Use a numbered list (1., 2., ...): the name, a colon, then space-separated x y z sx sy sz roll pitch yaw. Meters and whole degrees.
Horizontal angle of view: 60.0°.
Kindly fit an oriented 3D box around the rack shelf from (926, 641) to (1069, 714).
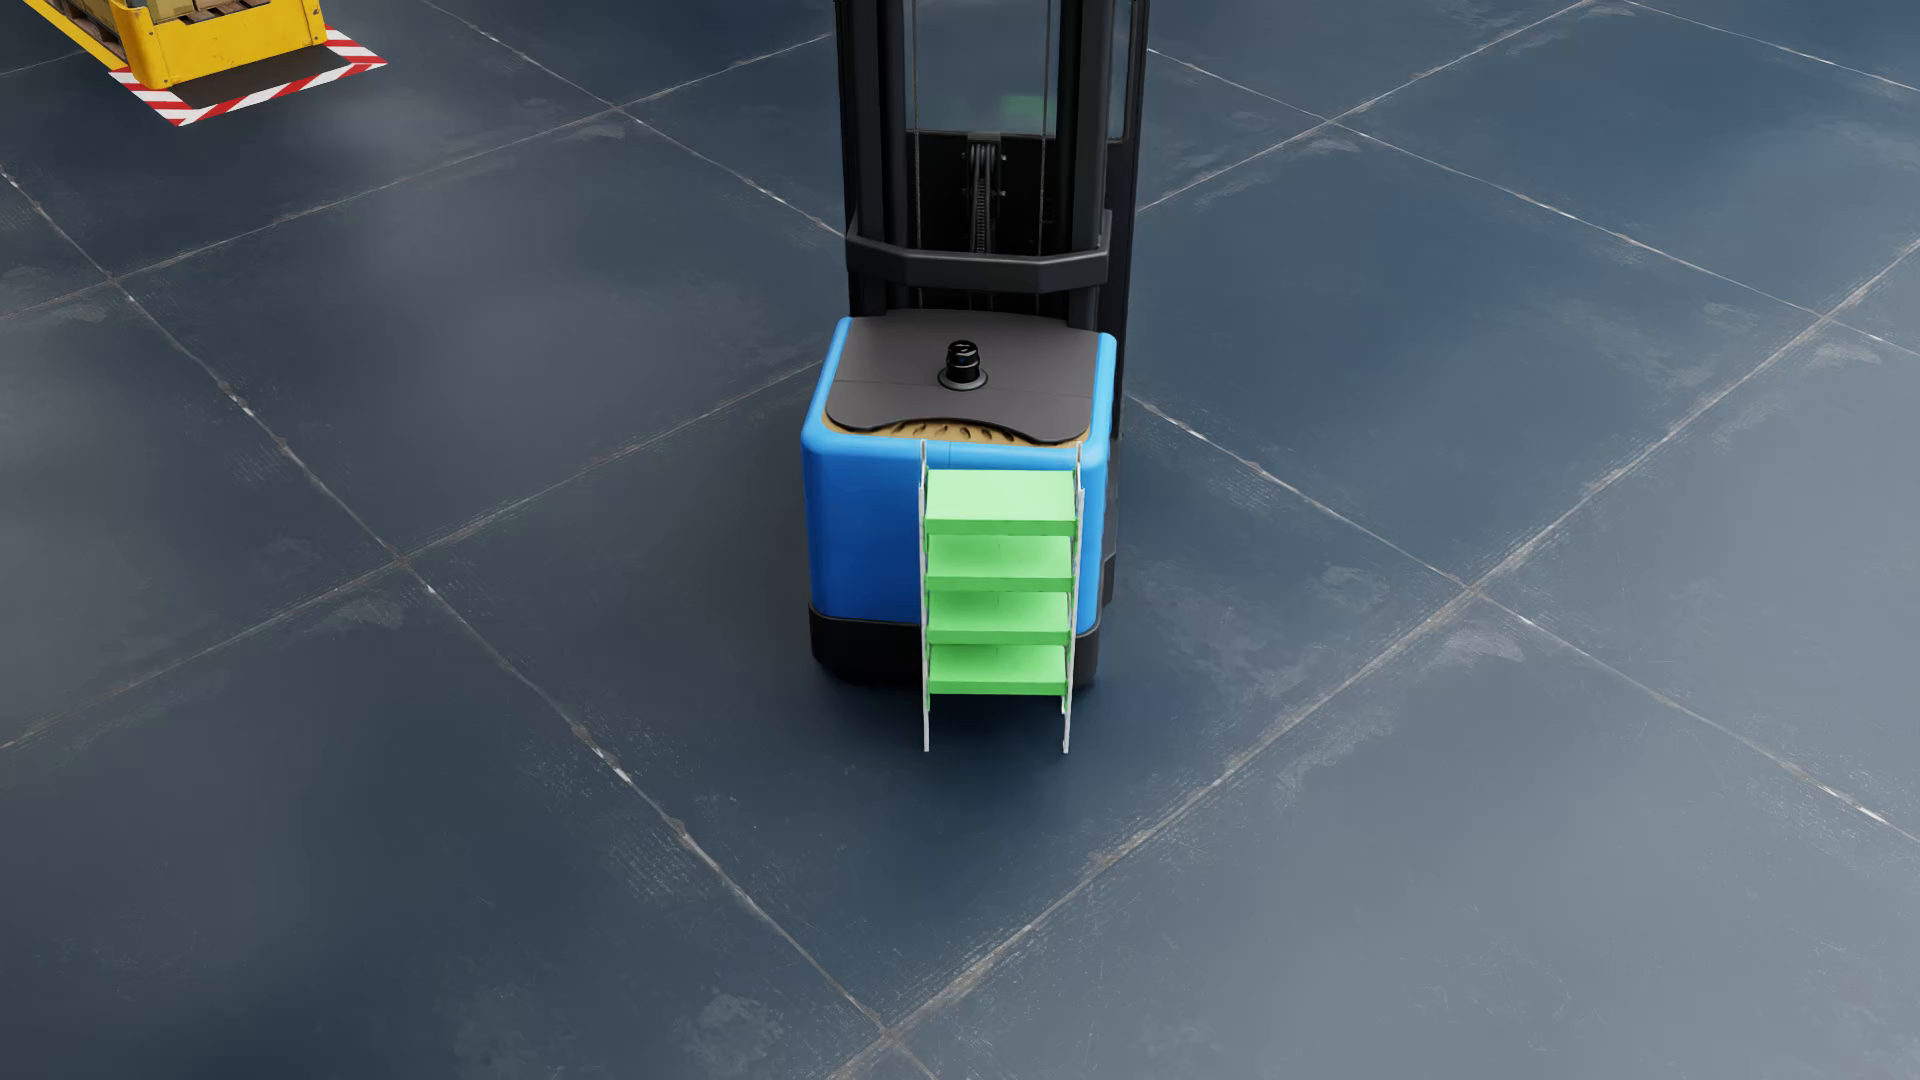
1. rack shelf: 0.133 0.449 5.719 0.480 0.148 0.258 2 40 3

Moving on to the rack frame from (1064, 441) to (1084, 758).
1. rack frame: 0.376 0.226 5.512 0.015 1.200 0.240 2 40 3

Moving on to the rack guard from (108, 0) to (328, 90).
1. rack guard: -4.609 -3.255 10.382 1.175 0.500 0.348 -30 48 -32

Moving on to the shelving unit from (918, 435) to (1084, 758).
1. shelving unit: 0.132 0.216 5.523 0.503 1.200 0.258 2 40 3

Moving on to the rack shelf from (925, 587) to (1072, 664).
1. rack shelf: 0.132 0.265 5.564 0.480 0.148 0.258 2 40 3

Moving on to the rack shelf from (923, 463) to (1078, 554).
1. rack shelf: 0.132 -0.103 5.256 0.480 0.148 0.258 2 40 3

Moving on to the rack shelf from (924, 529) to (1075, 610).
1. rack shelf: 0.132 0.081 5.410 0.480 0.148 0.258 2 40 3

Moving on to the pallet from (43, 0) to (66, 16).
1. pallet: -5.994 -4.054 11.601 1.003 0.211 1.213 -30 48 -32

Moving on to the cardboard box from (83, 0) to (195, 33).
1. cardboard box: -5.206 -3.454 10.494 0.500 0.250 0.500 -30 48 -32

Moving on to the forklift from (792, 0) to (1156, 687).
1. forklift: 0.168 -1.528 6.309 1.130 2.935 3.031 6 39 7

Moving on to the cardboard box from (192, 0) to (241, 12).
1. cardboard box: -4.824 -3.675 10.767 0.500 0.250 0.500 -30 48 -32

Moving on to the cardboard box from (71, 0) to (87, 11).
1. cardboard box: -5.553 -3.681 10.774 0.500 0.250 0.500 -30 48 -32

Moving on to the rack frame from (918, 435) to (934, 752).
1. rack frame: -0.111 0.207 5.535 0.015 1.200 0.240 2 40 3

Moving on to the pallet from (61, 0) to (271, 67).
1. pallet: -5.173 -3.489 10.902 1.003 0.211 1.213 -30 48 -32

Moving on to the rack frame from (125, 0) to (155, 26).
1. rack frame: -4.625 -4.238 9.610 1.000 3.000 0.127 -30 48 -32
